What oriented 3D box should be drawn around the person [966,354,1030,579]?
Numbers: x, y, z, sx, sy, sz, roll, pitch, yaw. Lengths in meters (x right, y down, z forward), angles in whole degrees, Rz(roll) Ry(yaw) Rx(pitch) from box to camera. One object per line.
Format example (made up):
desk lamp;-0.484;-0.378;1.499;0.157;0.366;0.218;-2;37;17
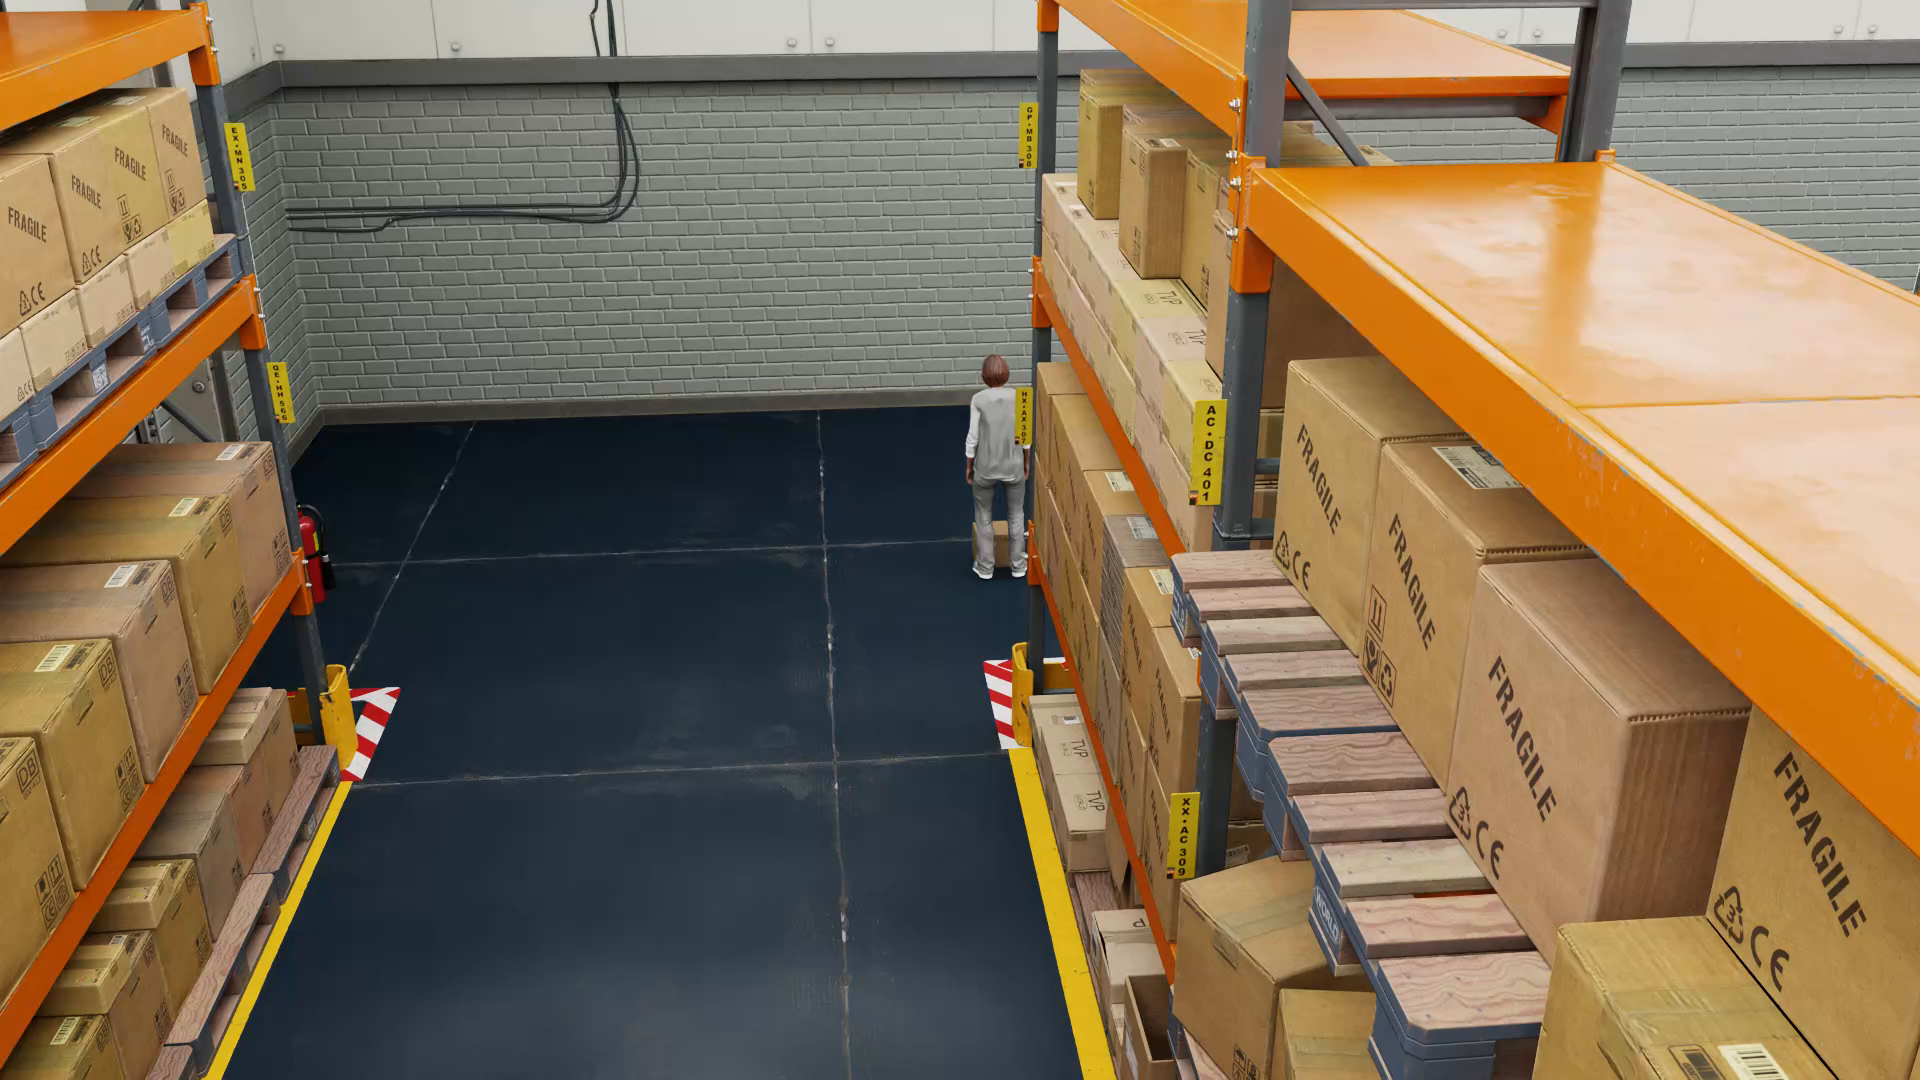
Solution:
person;0.264;-0.481;11.398;0.469;1.580;0.348;-3;24;-7
